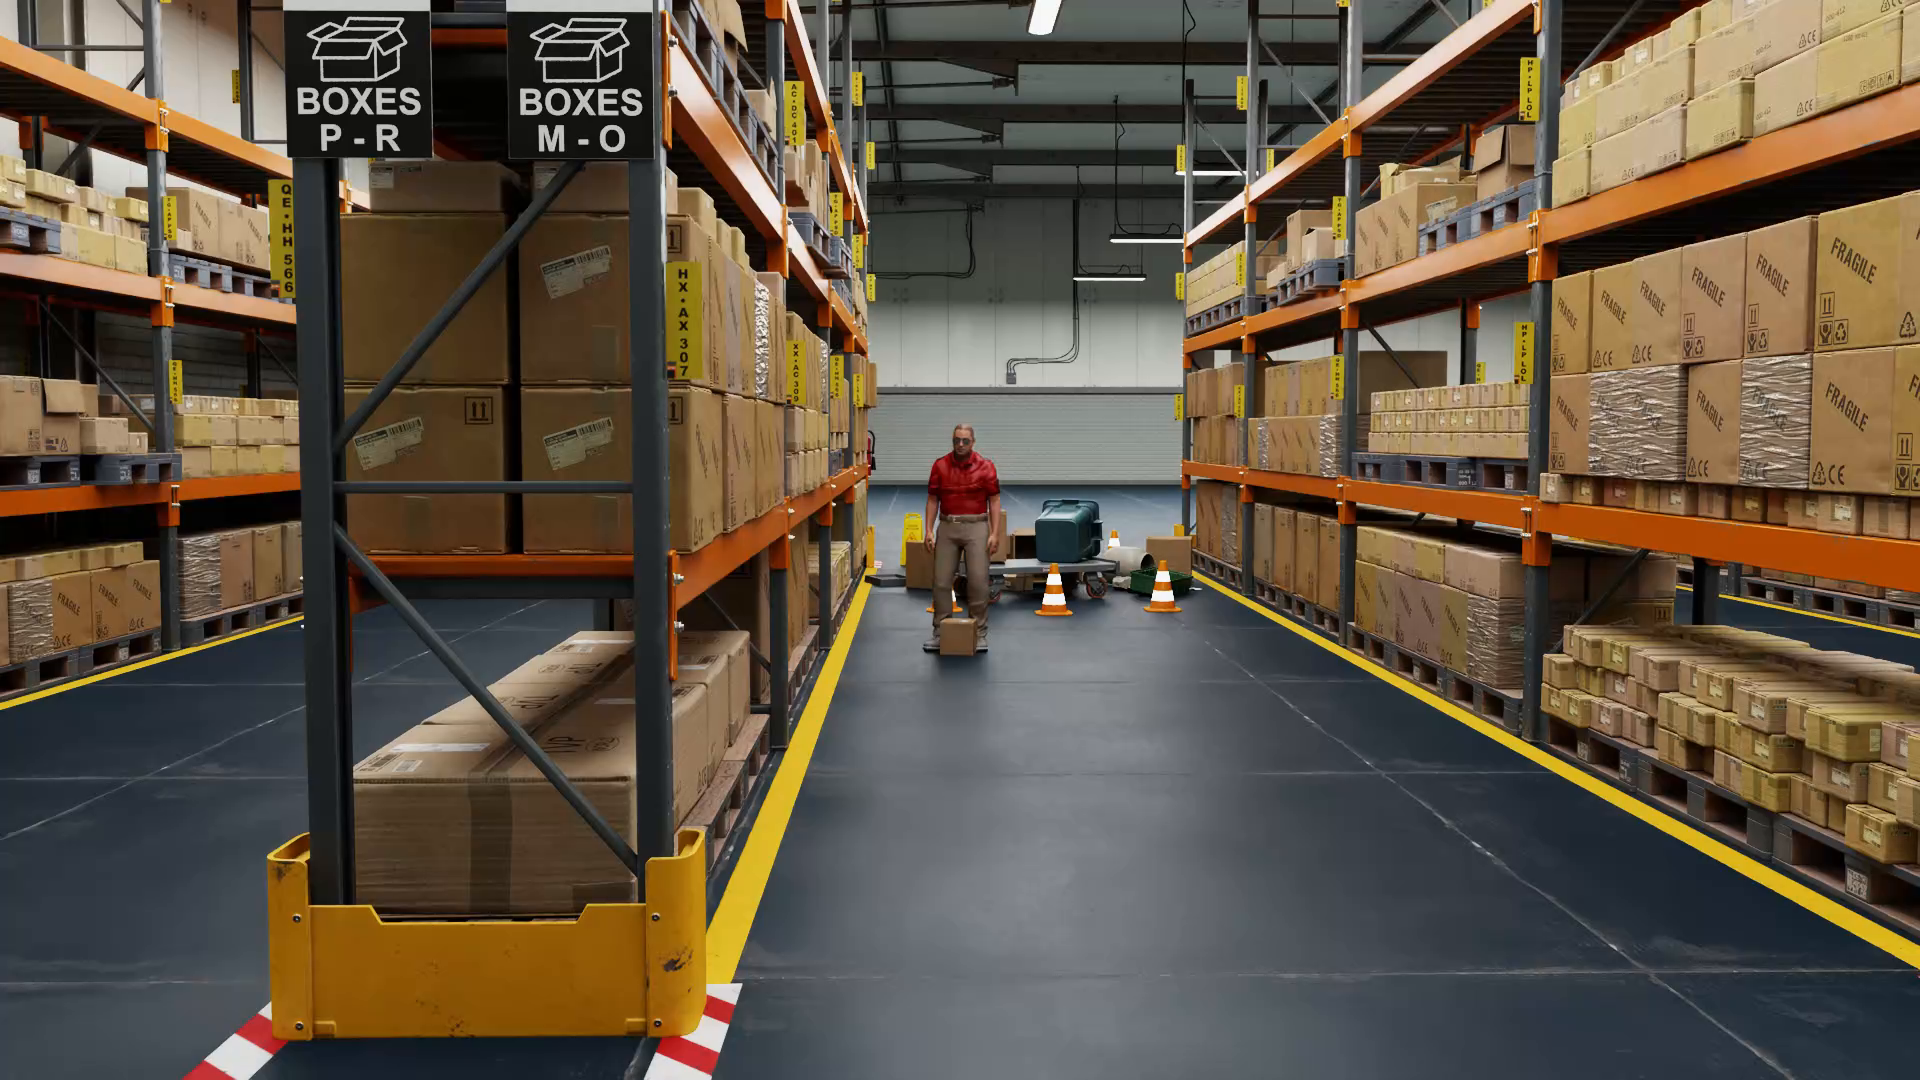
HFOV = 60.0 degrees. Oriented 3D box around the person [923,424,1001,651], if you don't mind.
[{"bbox_3d":[0.017,-0.025,12.719,0.587,1.727,0.394,1,4,11],"label":"person"}]
